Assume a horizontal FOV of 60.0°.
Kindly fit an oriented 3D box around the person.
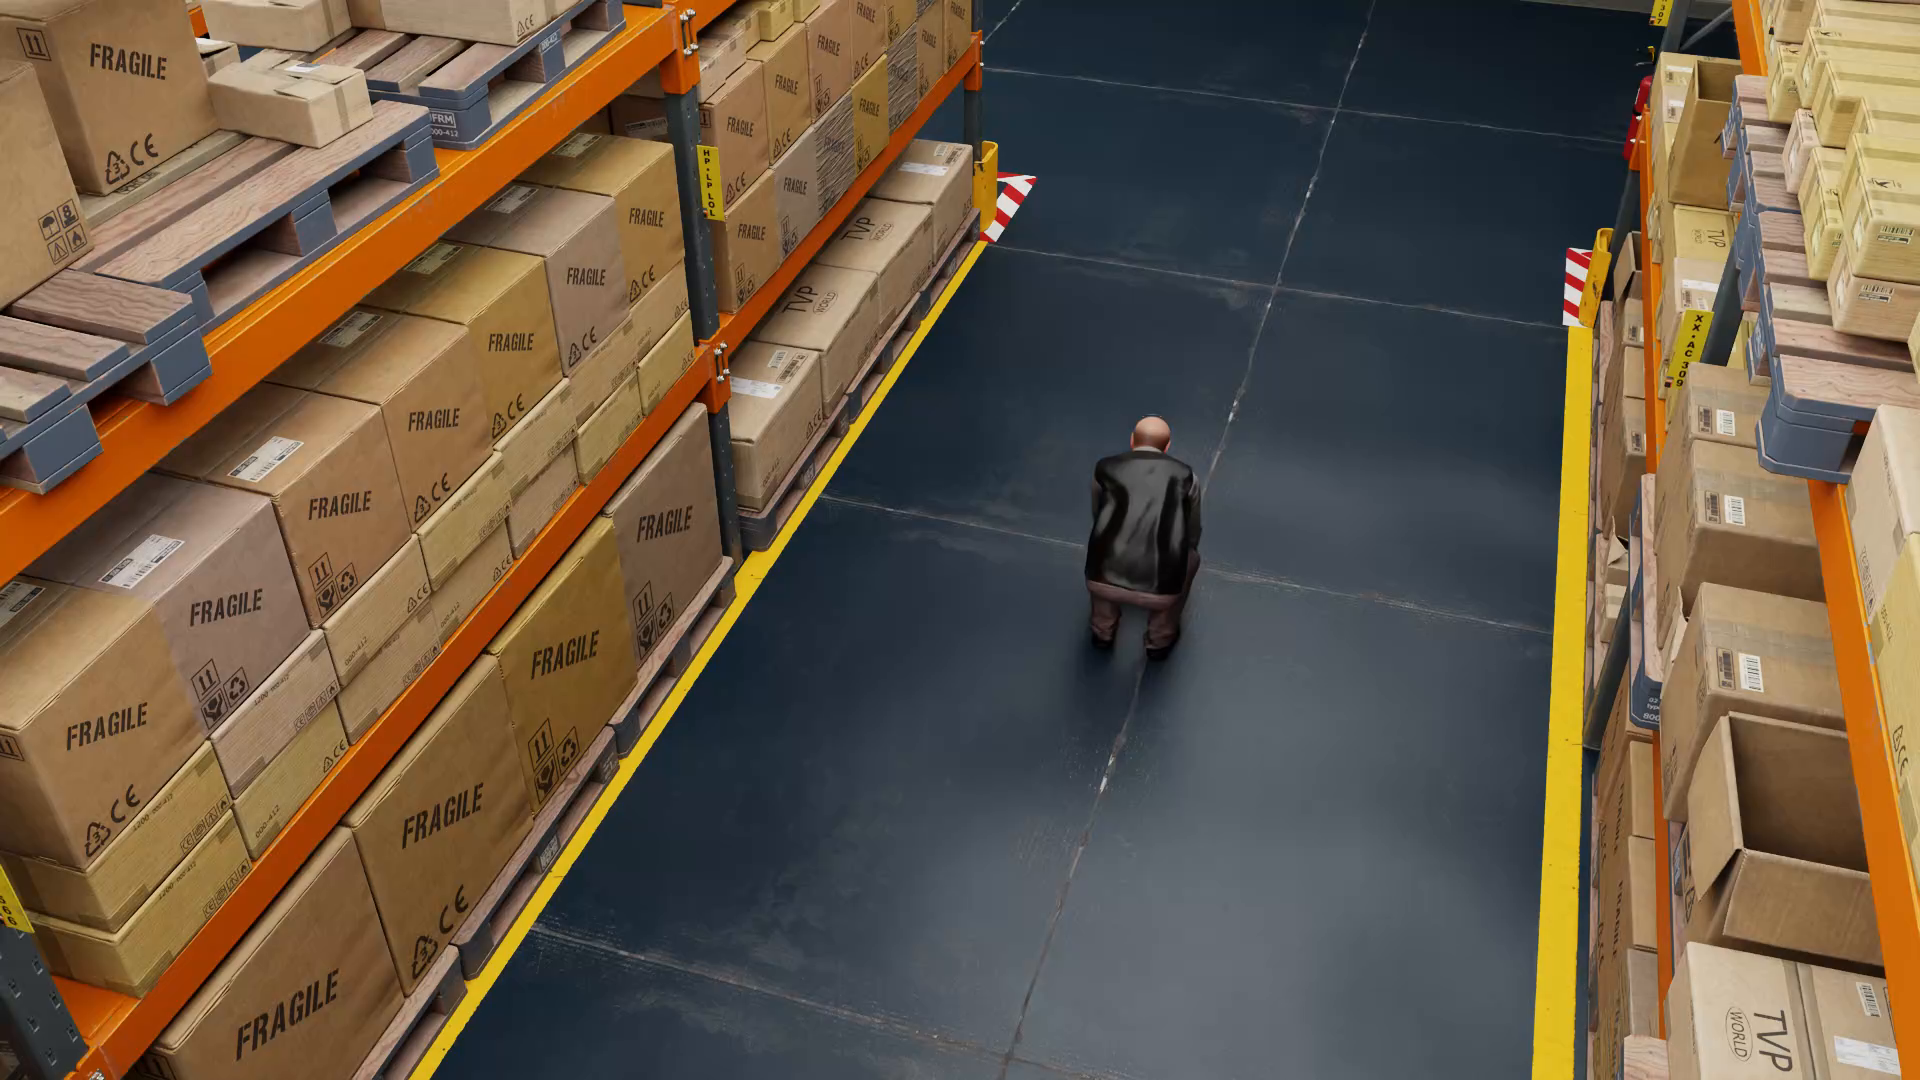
[{"bbox_3d":[0.824,0.014,7.587,0.539,0.897,0.857,11,38,14],"label":"person"}]
